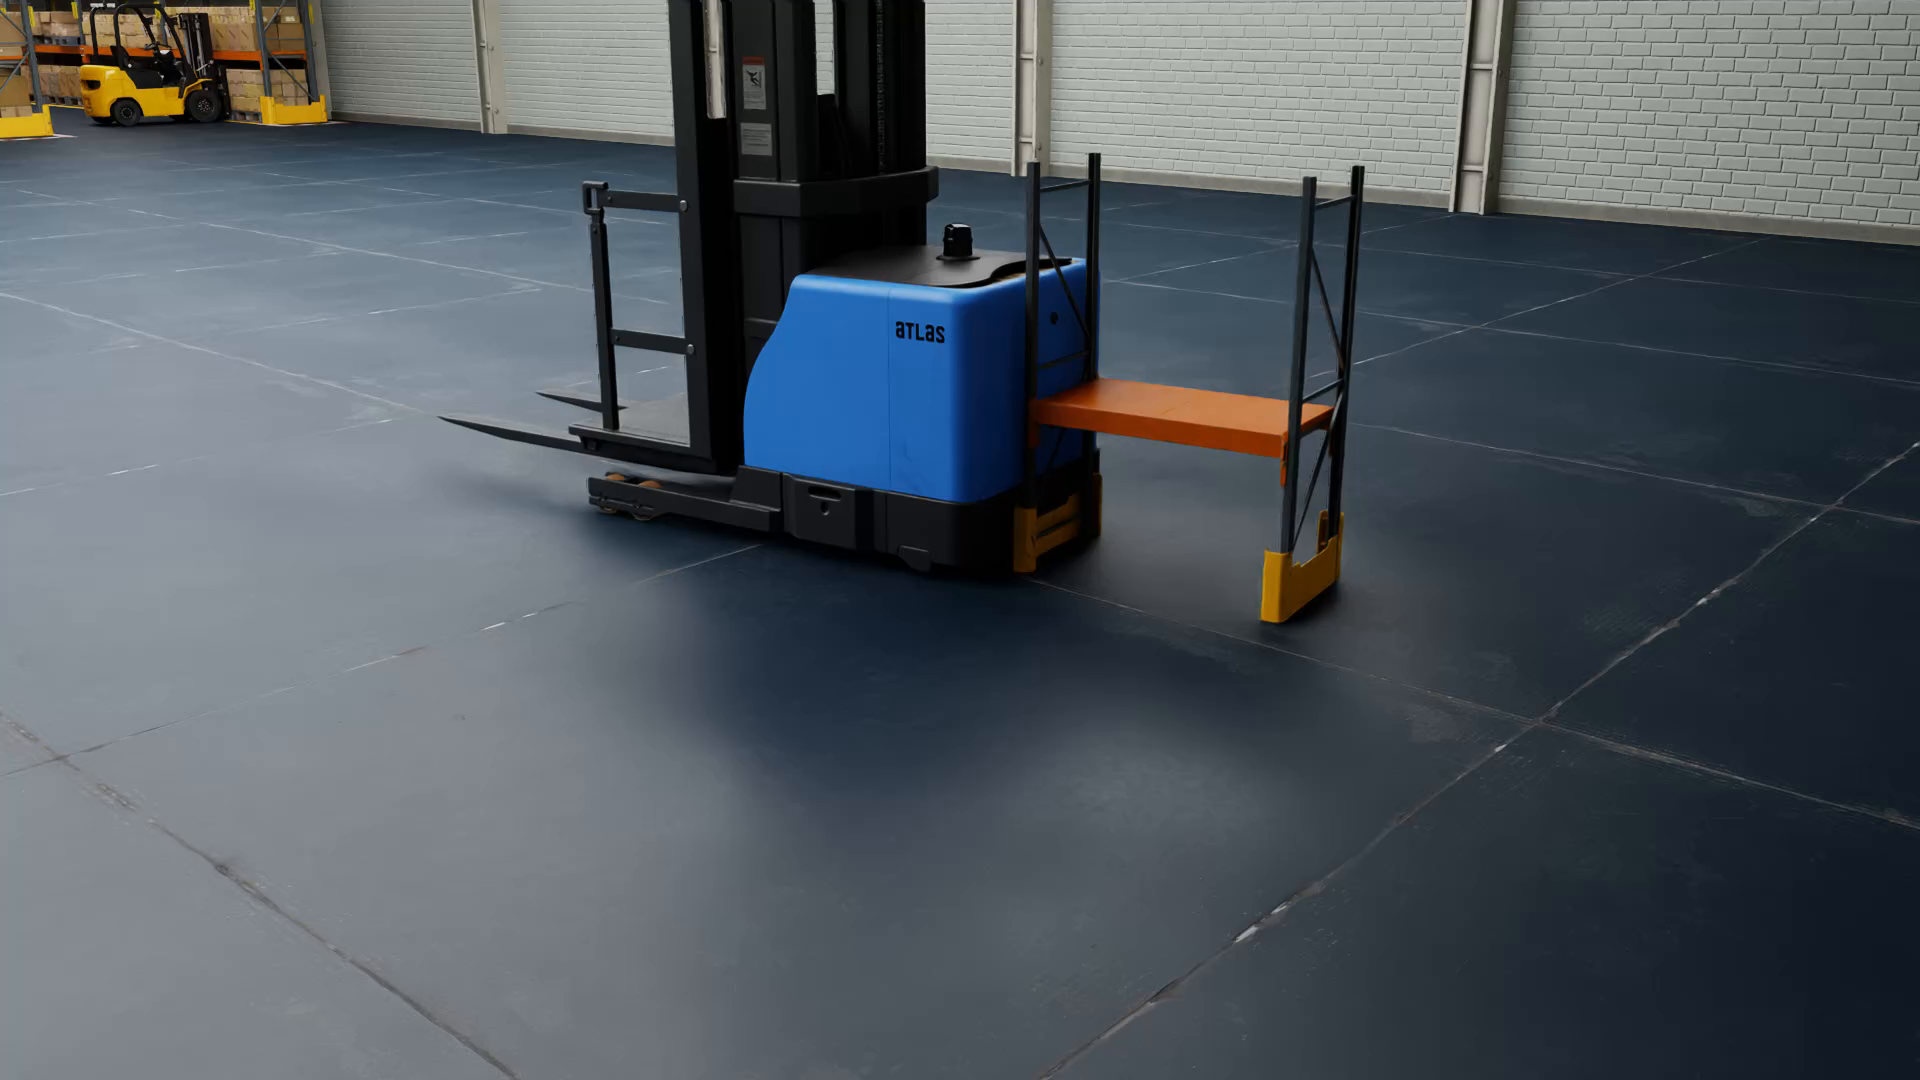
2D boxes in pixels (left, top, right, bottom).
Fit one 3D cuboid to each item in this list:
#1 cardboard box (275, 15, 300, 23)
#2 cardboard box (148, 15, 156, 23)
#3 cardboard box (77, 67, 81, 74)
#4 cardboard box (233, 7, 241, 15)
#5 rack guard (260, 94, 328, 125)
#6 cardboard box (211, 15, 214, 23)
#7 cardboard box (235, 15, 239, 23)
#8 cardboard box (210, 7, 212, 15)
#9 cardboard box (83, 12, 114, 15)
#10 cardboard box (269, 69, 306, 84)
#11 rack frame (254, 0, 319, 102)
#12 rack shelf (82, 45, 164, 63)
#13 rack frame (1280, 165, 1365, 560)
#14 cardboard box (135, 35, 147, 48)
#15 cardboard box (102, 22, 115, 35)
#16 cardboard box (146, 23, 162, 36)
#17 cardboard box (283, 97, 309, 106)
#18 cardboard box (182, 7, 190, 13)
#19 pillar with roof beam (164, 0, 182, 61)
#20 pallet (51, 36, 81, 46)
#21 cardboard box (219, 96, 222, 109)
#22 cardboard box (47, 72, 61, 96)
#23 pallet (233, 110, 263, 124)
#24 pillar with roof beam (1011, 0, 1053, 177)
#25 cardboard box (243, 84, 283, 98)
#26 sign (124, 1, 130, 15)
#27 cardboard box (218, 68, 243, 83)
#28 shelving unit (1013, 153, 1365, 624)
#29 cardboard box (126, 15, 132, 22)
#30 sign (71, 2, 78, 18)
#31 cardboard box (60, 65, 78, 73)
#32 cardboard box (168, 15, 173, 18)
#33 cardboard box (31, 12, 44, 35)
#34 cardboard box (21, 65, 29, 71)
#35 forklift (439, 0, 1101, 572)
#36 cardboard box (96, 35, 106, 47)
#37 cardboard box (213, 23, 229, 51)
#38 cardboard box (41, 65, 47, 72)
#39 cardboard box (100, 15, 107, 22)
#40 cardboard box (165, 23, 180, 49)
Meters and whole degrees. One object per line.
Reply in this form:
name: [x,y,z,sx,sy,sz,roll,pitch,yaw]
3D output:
cardboard box: [-12.718,-9.843,31.430,0.250,0.149,0.380,14,23,38]
cardboard box: [-16.236,-10.585,33.769,0.250,0.149,0.380,15,23,38]
cardboard box: [-19.157,-10.325,36.553,0.250,0.149,0.380,14,22,37]
cardboard box: [-13.463,-9.971,31.342,0.250,0.149,0.380,16,23,40]
rack guard: [-12.618,-8.163,31.507,0.348,0.500,1.175,15,23,39]
cardboard box: [-14.184,-10.045,32.066,0.250,0.149,0.380,15,23,39]
cardboard box: [-13.446,-9.833,31.398,0.250,0.149,0.380,16,23,40]
cardboard box: [-14.195,-10.189,32.028,0.250,0.149,0.380,15,23,40]
cardboard box: [-18.901,-11.352,36.564,0.500,0.500,0.500,16,24,42]
cardboard box: [-12.870,-8.865,31.784,0.500,0.250,0.500,15,23,38]
rack frame: [-12.636,-9.359,31.144,0.127,3.000,1.000,15,23,39]
rack shelf: [-17.124,-10.221,35.049,4.000,0.370,1.077,15,23,39]
rack frame: [1.239,-0.504,5.722,0.032,1.500,0.500,11,21,31]
cardboard box: [-16.558,-10.233,34.144,0.500,0.250,0.500,15,23,39]
cardboard box: [-17.697,-10.778,35.036,0.500,0.250,0.500,14,23,38]
cardboard box: [-16.165,-10.370,33.750,0.500,0.250,0.500,14,23,38]
cardboard box: [-12.874,-8.392,31.946,0.500,0.250,0.500,15,23,39]
cardboard box: [-15.010,-10.374,32.611,0.250,0.149,0.380,16,23,40]
pillar with roof beam: [-19.904,-12.793,32.046,0.400,9.000,9.100,15,23,39]
pallet: [-19.174,-10.994,36.613,1.003,0.211,1.213,15,23,39]
cardboard box: [-14.335,-8.575,32.525,0.500,0.250,0.500,16,24,41]
cardboard box: [-20.240,-10.318,37.603,0.500,0.500,0.500,14,22,37]
pallet: [-13.236,-8.174,32.020,1.213,0.211,1.003,15,23,39]
pillar with roof beam: [-1.954,-7.974,16.862,0.400,9.000,9.100,15,23,39]
cardboard box: [-13.208,-8.514,31.506,0.500,0.250,0.500,15,23,39]
sign: [-18.254,-11.644,36.428,0.005,0.325,0.100,15,23,39]
cardboard box: [-13.958,-8.948,32.045,0.500,0.250,0.500,15,23,40]
shelving unit: [0.802,-0.588,5.985,1.083,1.500,0.587,11,21,31]
cardboard box: [-17.006,-10.787,34.406,0.250,0.149,0.380,15,23,40]
sign: [-18.973,-11.355,35.649,0.005,0.325,0.100,15,23,39]
cardboard box: [-19.904,-10.549,37.259,0.250,0.149,0.380,15,23,38]
cardboard box: [-15.564,-10.396,33.172,0.250,0.149,0.380,15,23,38]
cardboard box: [-20.424,-11.607,37.367,0.500,0.500,0.700,15,23,39]
cardboard box: [-21.520,-10.954,38.536,0.250,0.149,0.380,16,24,42]
forklift: [-0.951,-1.596,6.795,3.031,2.935,1.130,11,21,31]
cardboard box: [-18.077,-10.648,35.451,0.500,0.250,0.500,14,23,38]
cardboard box: [-13.944,-9.655,31.912,0.500,0.500,0.500,14,23,38]
cardboard box: [-20.686,-10.757,37.913,0.250,0.149,0.380,15,23,39]
cardboard box: [-17.963,-11.043,35.212,0.250,0.149,0.380,15,23,40]
cardboard box: [-15.470,-10.062,33.192,0.500,0.500,0.500,14,22,38]
